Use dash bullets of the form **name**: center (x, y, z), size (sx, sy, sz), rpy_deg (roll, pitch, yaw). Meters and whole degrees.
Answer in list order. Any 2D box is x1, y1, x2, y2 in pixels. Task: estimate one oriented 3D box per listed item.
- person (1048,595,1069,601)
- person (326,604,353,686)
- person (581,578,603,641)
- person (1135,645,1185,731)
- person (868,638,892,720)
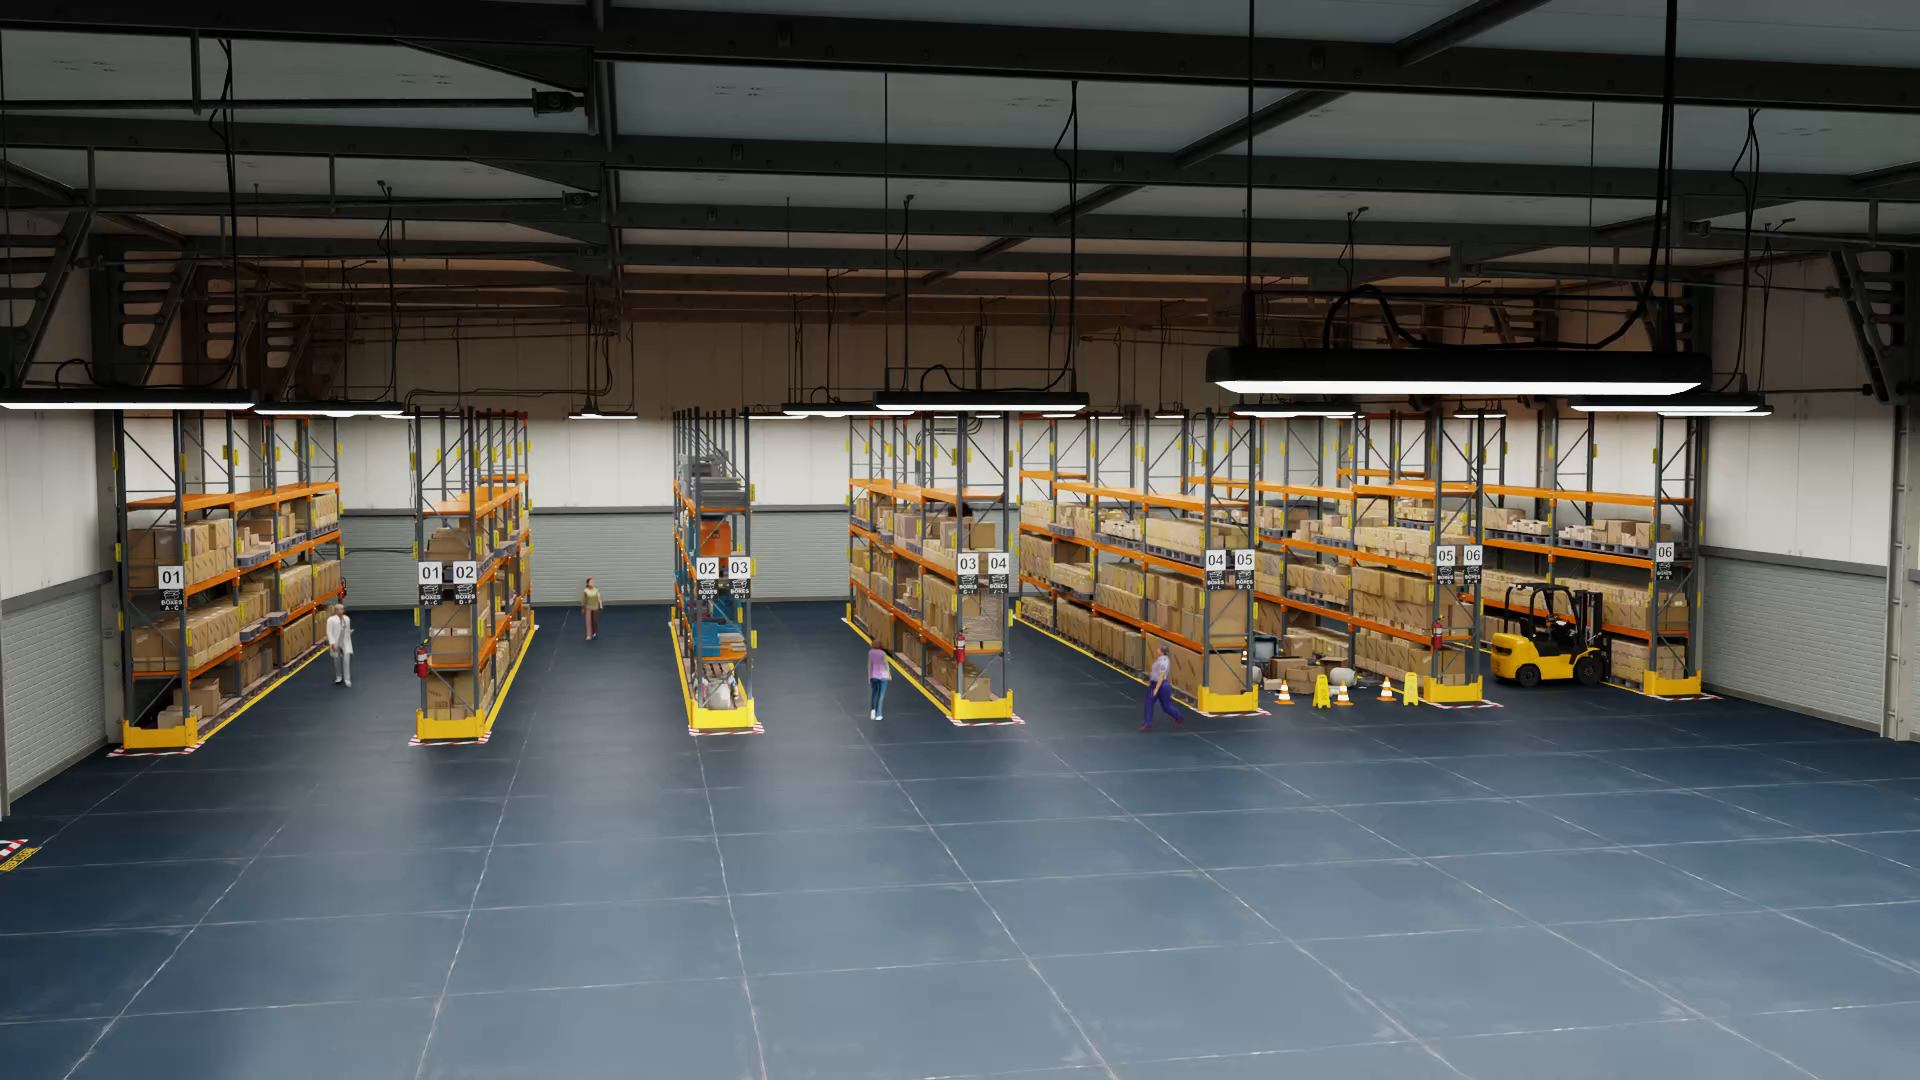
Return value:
- **person**: center (2.971, 1.307, 50.354), size (0.862, 1.643, 0.521), rpy_deg (-2, 5, -28)
- **person**: center (-13.447, 2.263, 36.055), size (0.531, 1.722, 1.079), rpy_deg (-1, 4, -19)
- **person**: center (-9.650, 1.801, 43.588), size (0.568, 1.613, 1.039), rpy_deg (-1, 4, -12)
- **person**: center (3.711, 2.736, 30.763), size (0.900, 1.593, 0.464), rpy_deg (-3, 5, -32)
- **person**: center (-1.547, 2.655, 31.852), size (0.438, 1.593, 0.420), rpy_deg (1, 4, 17)
